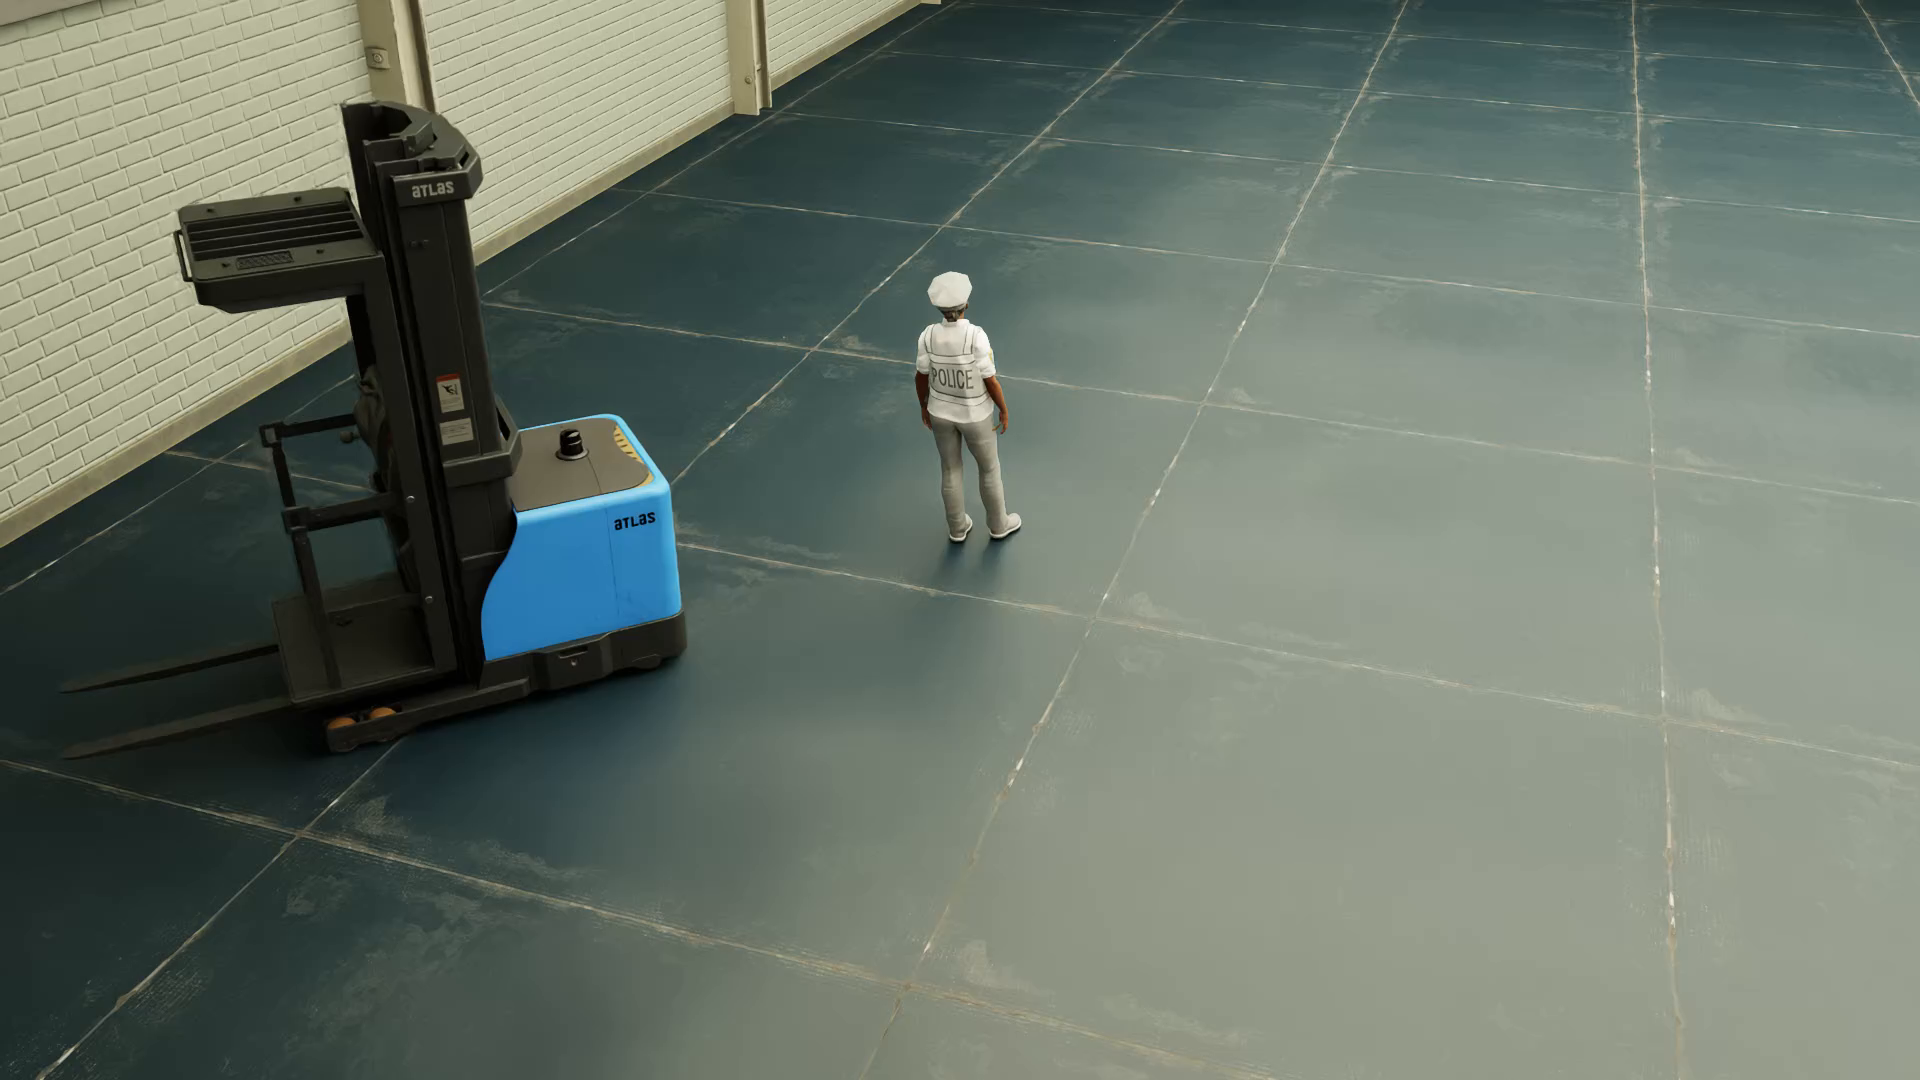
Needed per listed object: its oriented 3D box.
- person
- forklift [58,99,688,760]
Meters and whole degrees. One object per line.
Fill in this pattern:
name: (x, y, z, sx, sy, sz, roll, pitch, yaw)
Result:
person: (0.043, -0.774, 9.729, 0.569, 1.694, 0.530, 10, 31, 16)
forklift: (-3.022, -0.522, 8.052, 3.031, 2.935, 1.130, -13, 32, -22)
